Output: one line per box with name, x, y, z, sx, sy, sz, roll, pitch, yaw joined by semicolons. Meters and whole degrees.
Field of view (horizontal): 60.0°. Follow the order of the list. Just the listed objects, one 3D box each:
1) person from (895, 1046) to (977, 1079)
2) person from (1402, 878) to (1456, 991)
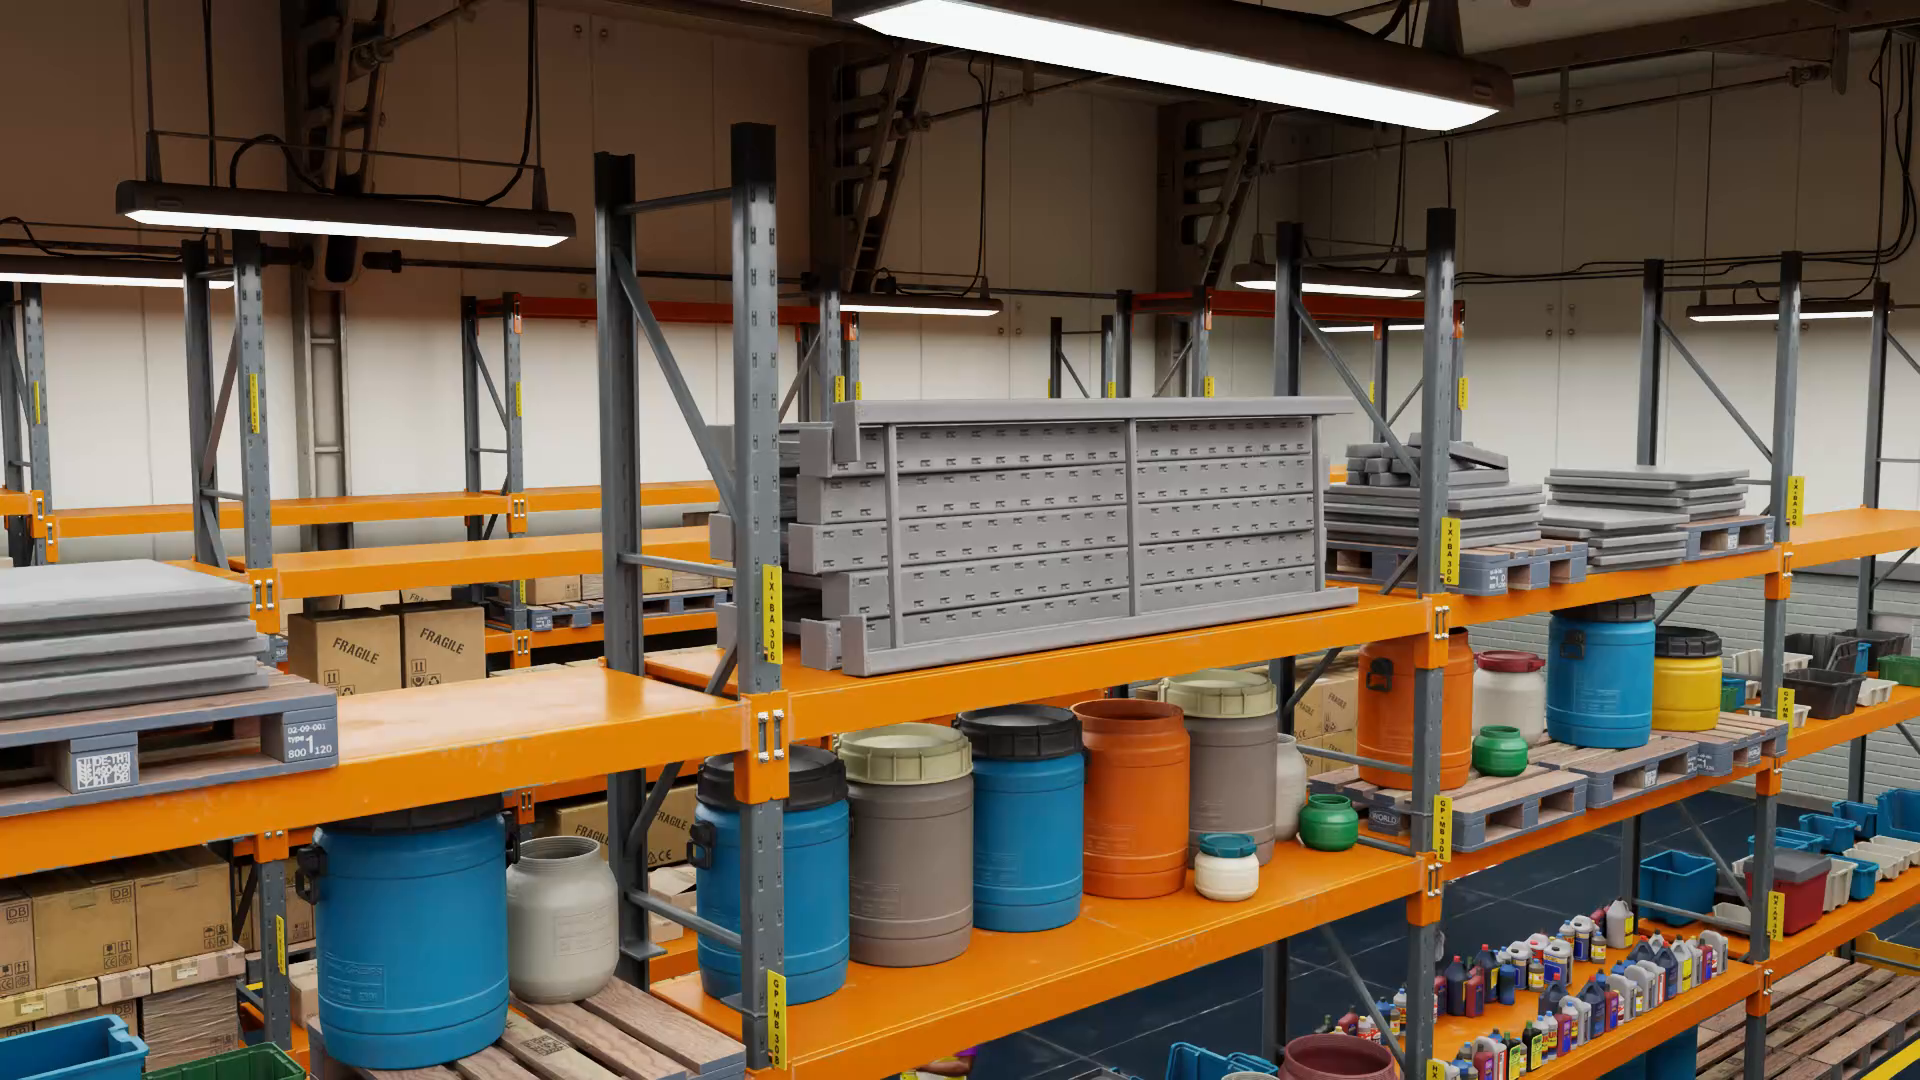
person;-0.153;3.344;9.983;0.676;1.831;0.781;4;7;38
person;4.045;2.953;14.411;0.580;1.695;0.938;5;7;40
